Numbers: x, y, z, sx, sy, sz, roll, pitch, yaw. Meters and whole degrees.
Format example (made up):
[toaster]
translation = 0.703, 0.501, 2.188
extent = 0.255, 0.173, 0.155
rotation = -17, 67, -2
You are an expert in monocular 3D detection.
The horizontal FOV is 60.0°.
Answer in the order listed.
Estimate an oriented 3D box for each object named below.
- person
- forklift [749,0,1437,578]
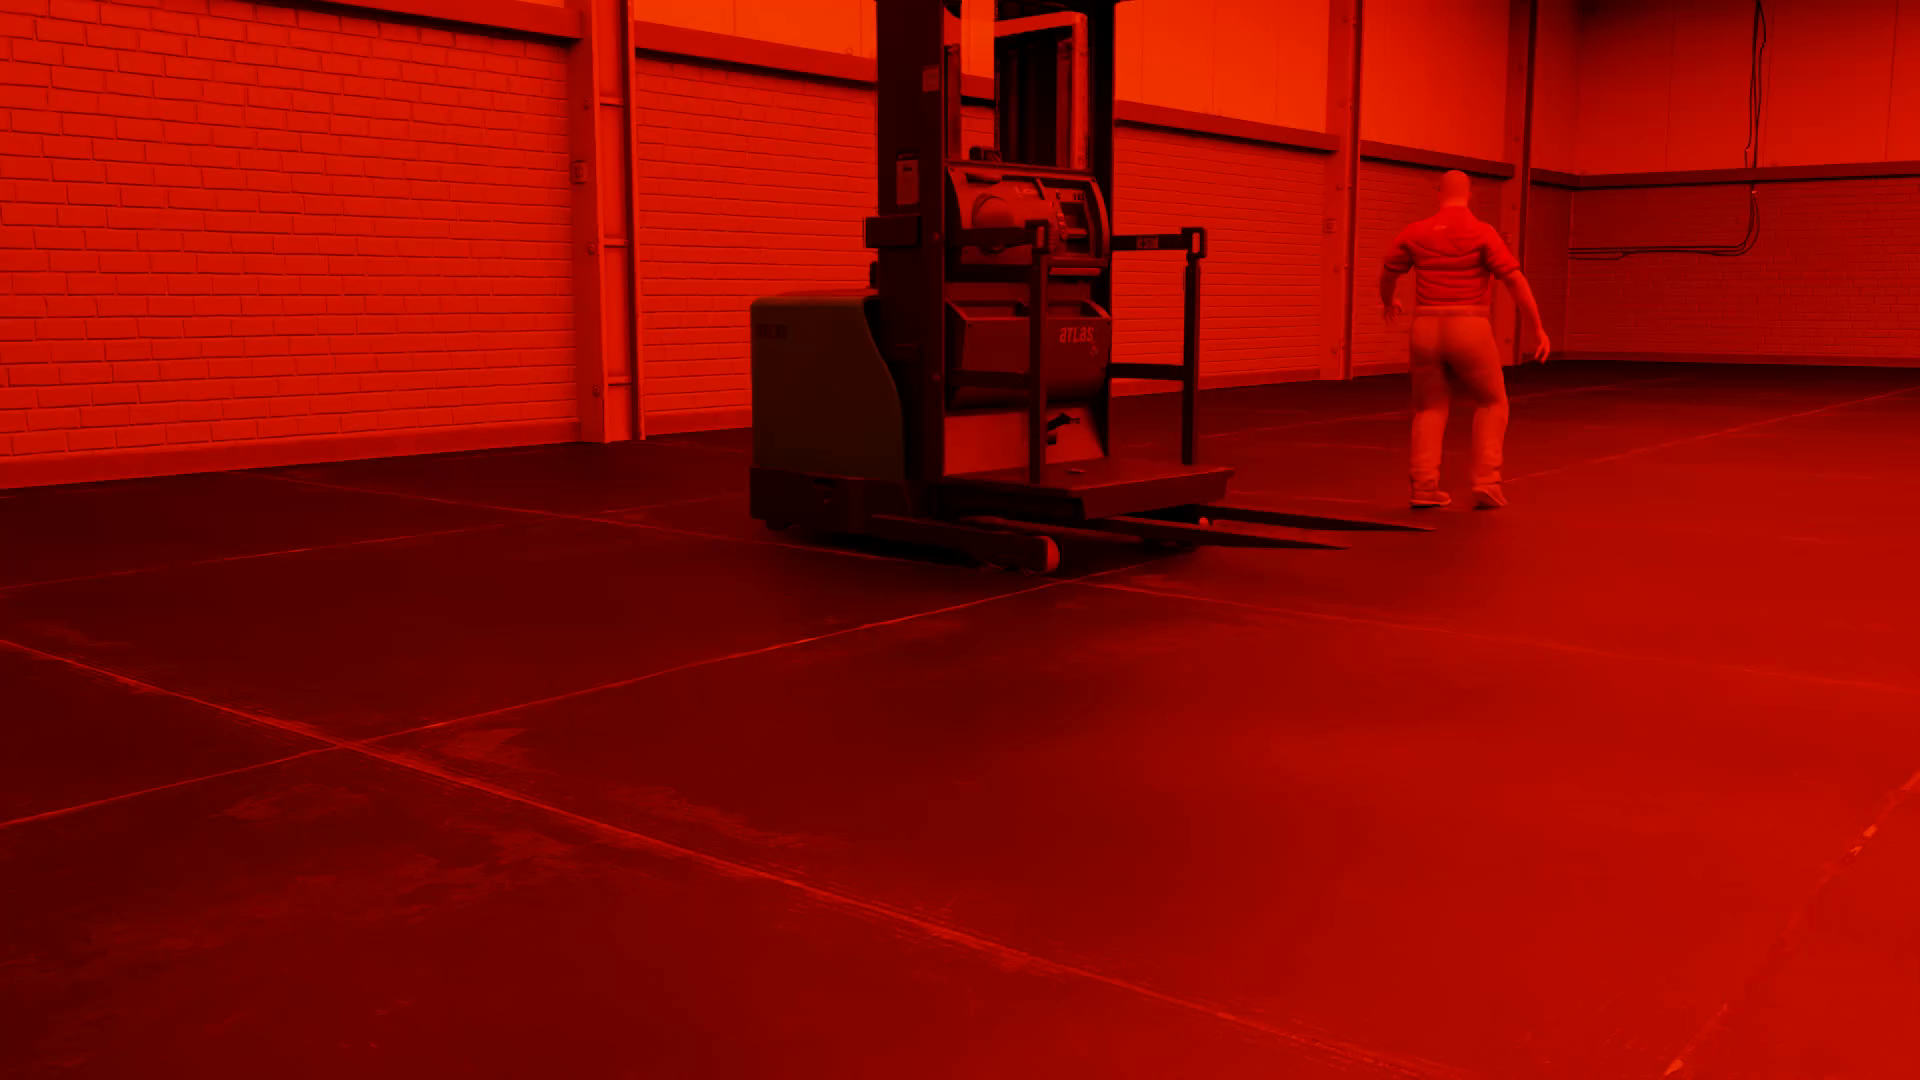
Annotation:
[person]
translation = 2.553, -0.993, 8.537
extent = 0.962, 1.767, 0.507
rotation = 7, 11, 39
[forklift]
translation = 0.446, -1.390, 6.779
extent = 3.031, 2.935, 1.130
rotation = 8, 11, 43
